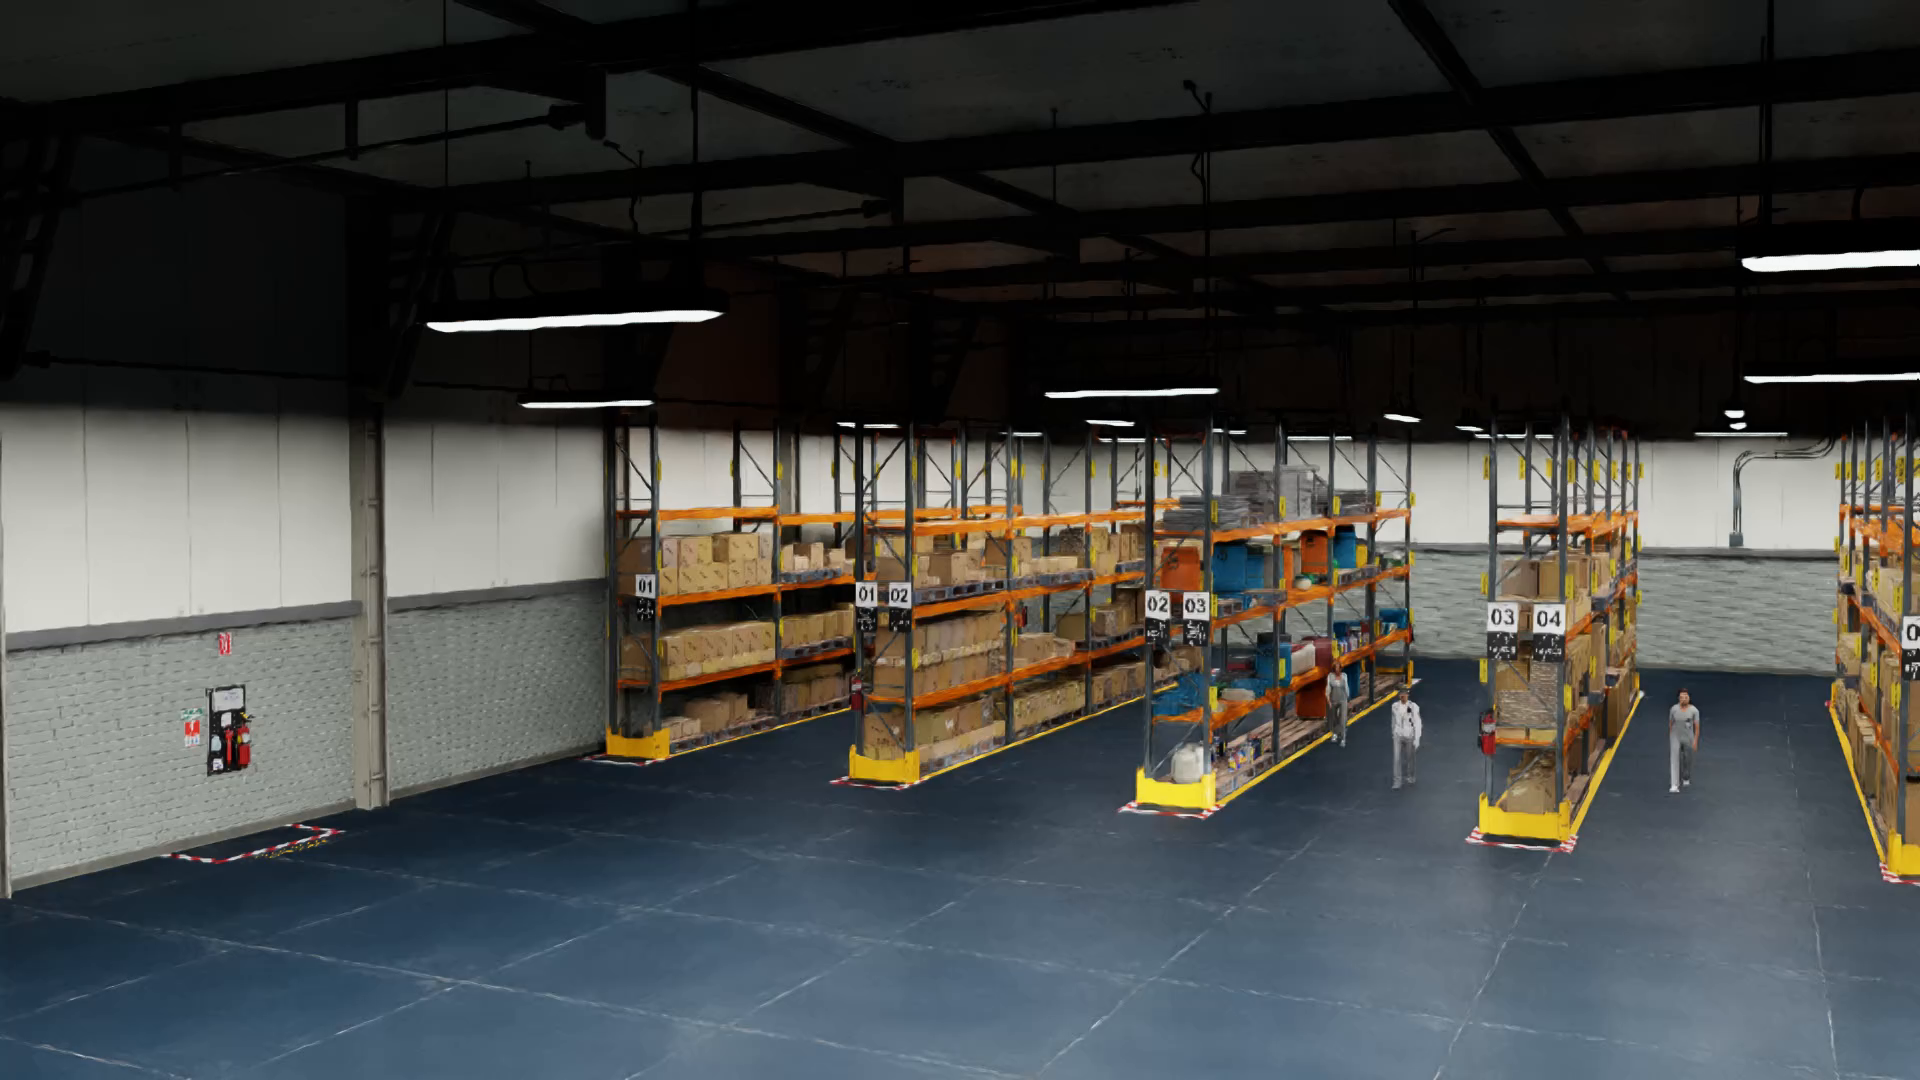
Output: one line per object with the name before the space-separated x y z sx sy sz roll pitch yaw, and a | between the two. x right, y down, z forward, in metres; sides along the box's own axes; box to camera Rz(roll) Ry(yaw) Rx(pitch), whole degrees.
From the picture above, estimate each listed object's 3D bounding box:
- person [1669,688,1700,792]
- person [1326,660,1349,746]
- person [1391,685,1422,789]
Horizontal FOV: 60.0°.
person | 11.270 3.095 25.885 0.446 1.589 1.095 1 3 24
person | 6.866 2.948 30.254 0.412 1.533 0.955 1 3 17
person | 7.024 3.080 26.178 0.502 1.621 0.997 1 3 24
